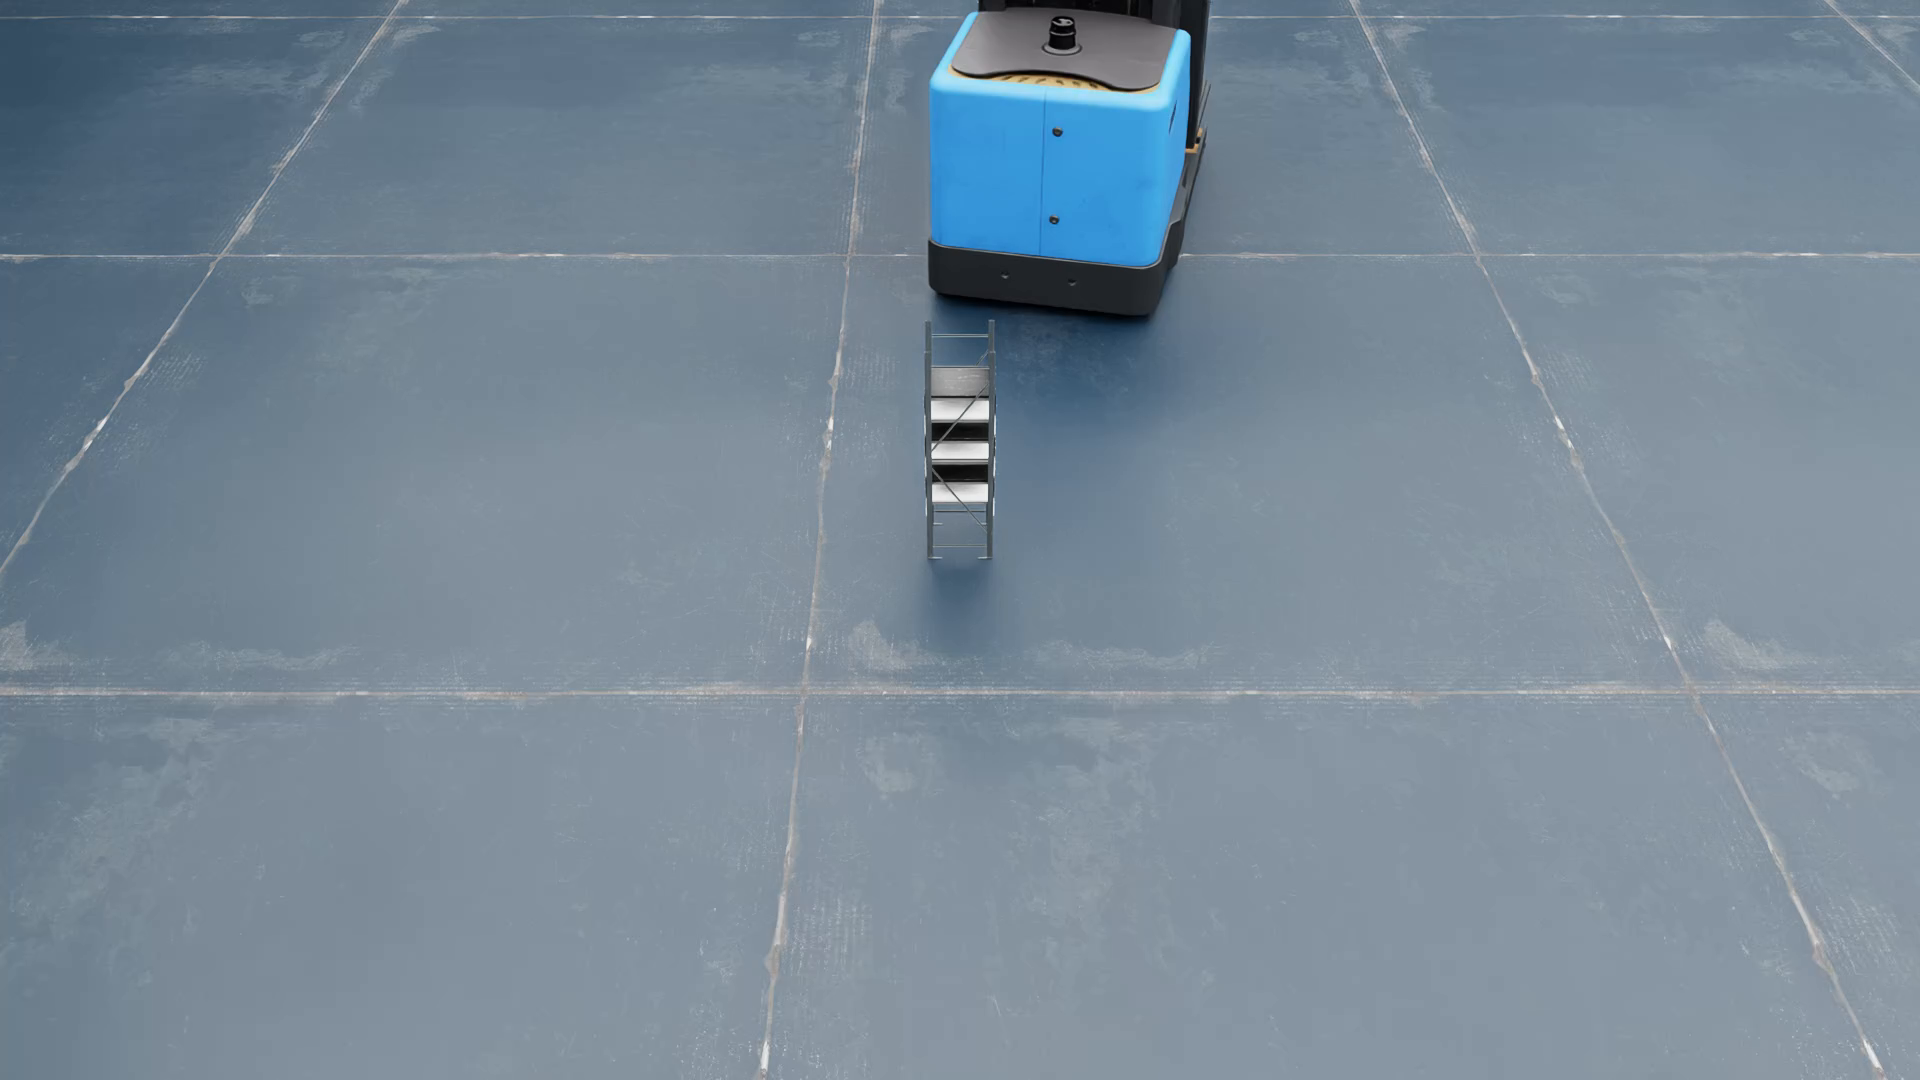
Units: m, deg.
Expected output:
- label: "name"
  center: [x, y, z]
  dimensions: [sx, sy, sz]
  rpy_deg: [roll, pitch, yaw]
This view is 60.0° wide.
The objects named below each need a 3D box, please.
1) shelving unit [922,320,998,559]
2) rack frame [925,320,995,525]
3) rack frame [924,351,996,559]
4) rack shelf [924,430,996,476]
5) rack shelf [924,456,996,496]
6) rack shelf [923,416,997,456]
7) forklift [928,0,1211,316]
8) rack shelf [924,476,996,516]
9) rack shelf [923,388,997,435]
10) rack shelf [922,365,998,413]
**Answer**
- label: "shelving unit"
  center: [0.000, -0.346, 5.962]
  dimensions: [0.258, 0.900, 0.210]
  rpy_deg: [0, 39, 0]
- label: "rack frame"
  center: [0.000, -0.410, 6.042]
  dimensions: [0.240, 0.900, 0.006]
  rpy_deg: [0, 39, 0]
- label: "rack frame"
  center: [0.000, -0.282, 5.883]
  dimensions: [0.240, 0.900, 0.006]
  rpy_deg: [0, 39, 0]
- label: "rack shelf"
  center: [0.000, -0.320, 5.983]
  dimensions: [0.258, 0.077, 0.200]
  rpy_deg: [0, 39, 0]
- label: "rack shelf"
  center: [0.000, -0.250, 6.039]
  dimensions: [0.258, 0.077, 0.200]
  rpy_deg: [0, 39, 0]
- label: "rack shelf"
  center: [0.000, -0.390, 5.927]
  dimensions: [0.258, 0.077, 0.200]
  rpy_deg: [0, 39, 0]
- label: "forklift"
  center: [0.681, -3.065, 7.731]
  dimensions: [1.130, 2.935, 3.031]
  rpy_deg: [8, 39, 10]
- label: "rack shelf"
  center: [0.000, -0.180, 6.096]
  dimensions: [0.258, 0.077, 0.200]
  rpy_deg: [0, 39, 0]
- label: "rack shelf"
  center: [0.000, -0.461, 5.871]
  dimensions: [0.258, 0.077, 0.200]
  rpy_deg: [0, 39, 0]
- label: "rack shelf"
  center: [0.000, -0.531, 5.814]
  dimensions: [0.258, 0.077, 0.200]
  rpy_deg: [0, 39, 0]
